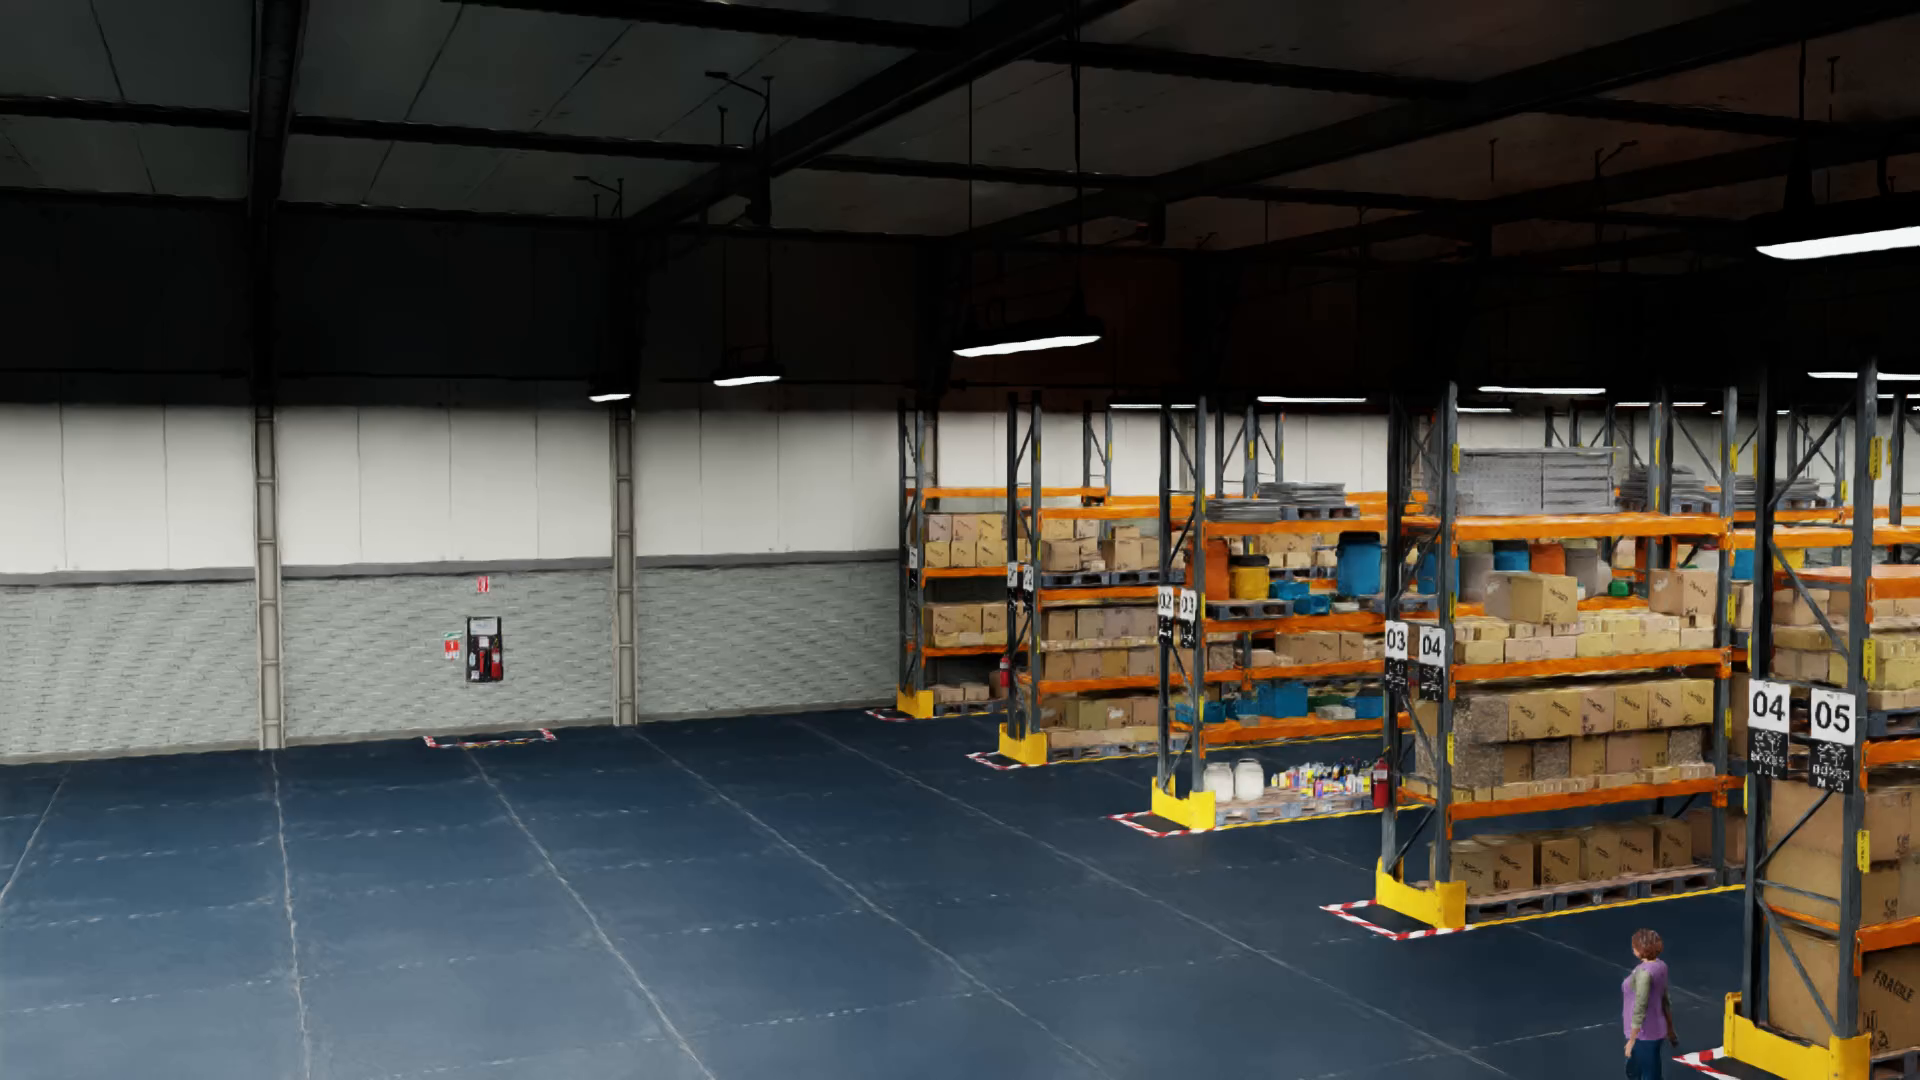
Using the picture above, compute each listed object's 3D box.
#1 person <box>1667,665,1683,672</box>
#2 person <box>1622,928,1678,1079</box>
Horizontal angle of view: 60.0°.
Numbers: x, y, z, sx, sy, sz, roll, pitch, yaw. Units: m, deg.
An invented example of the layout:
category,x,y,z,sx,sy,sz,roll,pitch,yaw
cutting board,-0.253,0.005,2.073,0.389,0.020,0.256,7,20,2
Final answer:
category,x,y,z,sx,sy,sz,roll,pitch,yaw
person,12.918,2.529,30.233,0.841,1.722,0.703,-2,4,-28
person,5.108,3.657,12.244,0.634,1.580,0.558,3,4,38
